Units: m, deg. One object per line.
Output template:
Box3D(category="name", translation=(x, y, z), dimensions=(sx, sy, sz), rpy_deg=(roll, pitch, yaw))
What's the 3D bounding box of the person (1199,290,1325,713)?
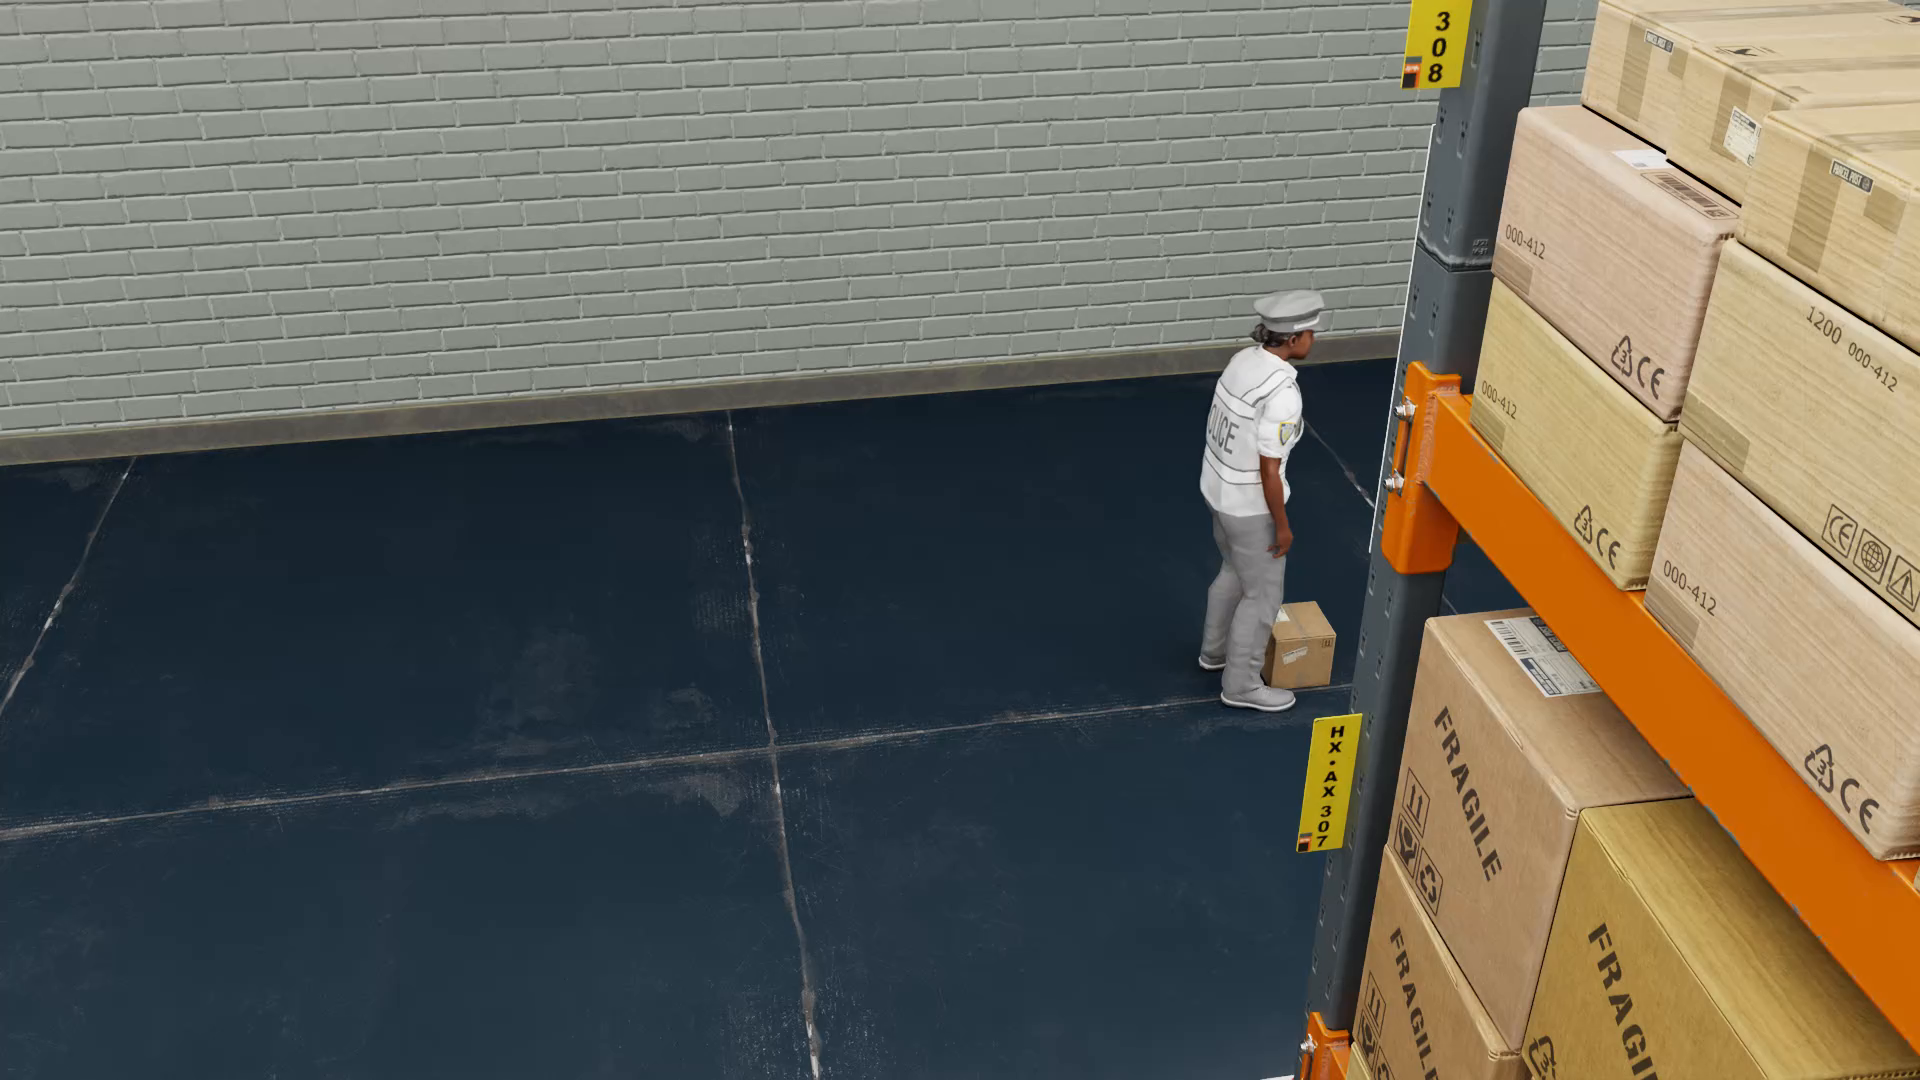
Box3D(category="person", translation=(1.136, -0.147, 6.379), dimensions=(0.399, 1.659, 0.520), rpy_deg=(-6, 31, -10))
